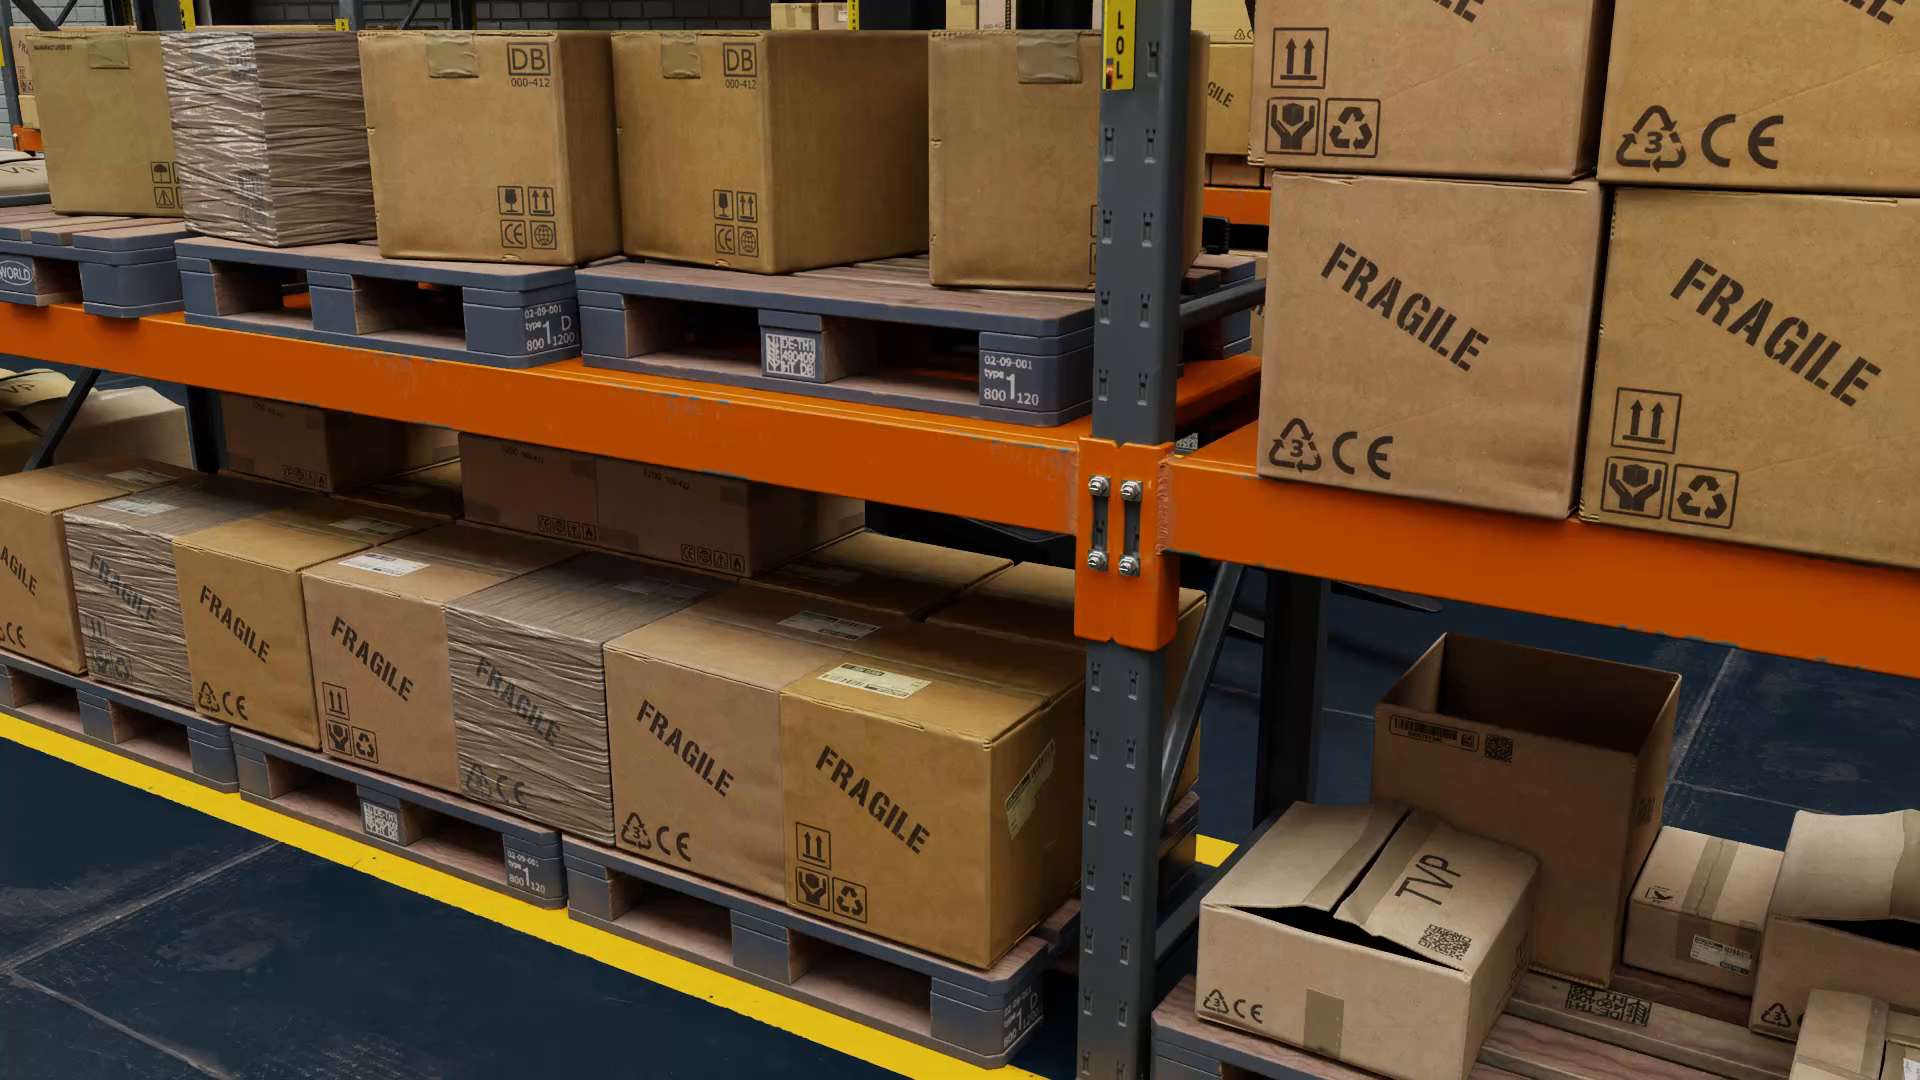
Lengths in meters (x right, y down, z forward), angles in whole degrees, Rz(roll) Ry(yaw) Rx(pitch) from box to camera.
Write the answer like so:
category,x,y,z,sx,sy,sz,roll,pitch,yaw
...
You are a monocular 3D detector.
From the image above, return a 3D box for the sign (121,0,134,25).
category,x,y,z,sx,sy,sz,roll,pitch,yaw
sign,-6.788,-4.354,13.519,0.005,0.325,0.100,10,20,30

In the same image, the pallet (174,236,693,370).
category,x,y,z,sx,sy,sz,roll,pitch,yaw
pallet,-1.208,-0.684,4.302,1.213,0.211,1.003,10,20,30

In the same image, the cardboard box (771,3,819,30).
category,x,y,z,sx,sy,sz,roll,pitch,yaw
cardboard box,-0.870,-2.957,9.409,0.250,0.149,0.380,7,18,21

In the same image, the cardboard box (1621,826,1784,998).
category,x,y,z,sx,sy,sz,roll,pitch,yaw
cardboard box,1.526,0.750,3.398,0.250,0.149,0.380,10,20,30

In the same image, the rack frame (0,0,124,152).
category,x,y,z,sx,sy,sz,roll,pitch,yaw
rack frame,-7.095,-3.515,13.291,0.127,3.000,1.000,10,20,30

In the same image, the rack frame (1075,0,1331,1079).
category,x,y,z,sx,sy,sz,roll,pitch,yaw
rack frame,0.541,-0.462,3.241,0.127,3.000,1.000,10,20,30

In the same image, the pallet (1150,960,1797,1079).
category,x,y,z,sx,sy,sz,roll,pitch,yaw
pallet,1.126,0.977,3.302,1.213,0.211,1.003,10,20,30

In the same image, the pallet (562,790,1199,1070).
category,x,y,z,sx,sy,sz,roll,pitch,yaw
pallet,-0.172,0.758,4.023,1.213,0.211,1.003,10,20,30

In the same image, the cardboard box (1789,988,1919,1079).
category,x,y,z,sx,sy,sz,roll,pitch,yaw
cardboard box,1.528,0.930,2.777,0.250,0.166,0.380,10,20,30

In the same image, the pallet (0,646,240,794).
category,x,y,z,sx,sy,sz,roll,pitch,yaw
pallet,-2.251,0.387,5.244,1.213,0.211,1.003,10,20,30

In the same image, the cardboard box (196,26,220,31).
category,x,y,z,sx,sy,sz,roll,pitch,yaw
cardboard box,-5.103,-3.352,11.688,0.500,0.500,0.500,9,19,28

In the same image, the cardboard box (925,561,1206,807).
category,x,y,z,sx,sy,sz,roll,pitch,yaw
cardboard box,0.256,0.390,3.981,0.500,0.500,0.500,9,19,28

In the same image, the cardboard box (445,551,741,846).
category,x,y,z,sx,sy,sz,roll,pitch,yaw
cardboard box,-0.874,0.366,4.060,0.500,0.500,0.500,10,20,31

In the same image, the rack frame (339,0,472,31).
category,x,y,z,sx,sy,sz,roll,pitch,yaw
rack frame,-3.687,-2.906,11.288,0.127,3.000,1.000,10,20,30

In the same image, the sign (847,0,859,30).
category,x,y,z,sx,sy,sz,roll,pitch,yaw
sign,-0.554,-2.678,8.681,0.005,0.325,0.100,10,20,30

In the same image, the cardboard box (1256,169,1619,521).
category,x,y,z,sx,sy,sz,roll,pitch,yaw
cardboard box,0.833,-0.365,2.749,0.500,0.500,0.500,11,20,31

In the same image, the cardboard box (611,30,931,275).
category,x,y,z,sx,sy,sz,roll,pitch,yaw
cardboard box,-0.365,-0.927,3.878,0.500,0.500,0.700,14,22,39

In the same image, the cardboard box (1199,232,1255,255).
category,x,y,z,sx,sy,sz,roll,pitch,yaw
cardboard box,1.023,-1.191,8.617,0.750,0.750,0.750,10,20,30

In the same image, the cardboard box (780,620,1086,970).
category,x,y,z,sx,sy,sz,roll,pitch,yaw
cardboard box,-0.030,0.520,3.554,0.500,0.500,0.500,10,20,30

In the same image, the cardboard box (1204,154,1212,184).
category,x,y,z,sx,sy,sz,roll,pitch,yaw
cardboard box,1.194,-1.849,8.205,0.250,0.149,0.380,10,20,30

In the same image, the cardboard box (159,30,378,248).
category,x,y,z,sx,sy,sz,roll,pitch,yaw
cardboard box,-1.593,-1.065,4.331,0.500,0.500,0.700,15,22,40

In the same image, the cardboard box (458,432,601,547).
category,x,y,z,sx,sy,sz,roll,pitch,yaw
cardboard box,-1.024,-0.197,4.624,0.500,0.250,0.500,10,19,29

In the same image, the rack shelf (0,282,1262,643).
category,x,y,z,sx,sy,sz,roll,pitch,yaw
rack shelf,-1.163,-0.422,4.347,4.000,0.370,1.077,10,20,30

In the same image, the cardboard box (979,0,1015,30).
category,x,y,z,sx,sy,sz,roll,pitch,yaw
cardboard box,0.432,-2.642,8.409,0.500,0.250,0.500,10,19,29

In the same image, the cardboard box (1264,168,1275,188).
category,x,y,z,sx,sy,sz,roll,pitch,yaw
cardboard box,1.634,-1.764,7.926,0.250,0.149,0.380,10,19,29

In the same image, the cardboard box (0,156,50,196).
category,x,y,z,sx,sy,sz,roll,pitch,yaw
cardboard box,-3.155,-1.094,5.475,0.500,0.311,0.500,12,20,33

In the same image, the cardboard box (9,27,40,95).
category,x,y,z,sx,sy,sz,roll,pitch,yaw
cardboard box,-6.846,-3.664,12.716,0.500,0.500,0.500,10,20,30

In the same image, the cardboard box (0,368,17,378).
category,x,y,z,sx,sy,sz,roll,pitch,yaw
cardboard box,-4.046,-0.532,6.516,0.500,0.311,0.500,10,19,29

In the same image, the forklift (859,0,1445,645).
category,x,y,z,sx,sy,sz,roll,pitch,yaw
forklift,0.385,-1.257,5.977,1.130,2.935,3.031,-13,21,-36

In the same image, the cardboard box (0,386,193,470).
category,x,y,z,sx,sy,sz,roll,pitch,yaw
cardboard box,-3.160,-0.376,6.003,0.500,0.311,0.500,11,20,32

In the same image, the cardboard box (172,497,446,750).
category,x,y,z,sx,sy,sz,roll,pitch,yaw
cardboard box,-1.755,0.211,4.569,0.500,0.500,0.500,10,19,29

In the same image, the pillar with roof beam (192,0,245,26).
category,x,y,z,sx,sy,sz,roll,pitch,yaw
pillar with roof beam,-8.299,-5.427,9.263,0.400,9.000,9.100,10,20,30

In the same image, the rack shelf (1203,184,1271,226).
category,x,y,z,sx,sy,sz,roll,pitch,yaw
rack shelf,1.426,-1.649,8.388,4.000,0.370,1.077,10,20,30

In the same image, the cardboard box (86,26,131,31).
category,x,y,z,sx,sy,sz,roll,pitch,yaw
cardboard box,-5.993,-3.506,12.197,0.500,0.500,0.500,9,19,28

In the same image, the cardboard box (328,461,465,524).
category,x,y,z,sx,sy,sz,roll,pitch,yaw
cardboard box,-1.507,0.078,5.007,0.500,0.500,0.500,9,19,28

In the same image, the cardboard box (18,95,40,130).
category,x,y,z,sx,sy,sz,roll,pitch,yaw
cardboard box,-6.846,-3.300,12.806,0.500,0.250,0.500,9,19,28

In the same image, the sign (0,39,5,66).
category,x,y,z,sx,sy,sz,roll,pitch,yaw
sign,-7.379,-3.794,12.722,0.005,0.325,0.100,10,20,30

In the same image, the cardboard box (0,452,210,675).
category,x,y,z,sx,sy,sz,roll,pitch,yaw
cardboard box,-2.629,0.055,5.082,0.500,0.500,0.500,11,20,32

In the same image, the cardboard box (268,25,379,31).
category,x,y,z,sx,sy,sz,roll,pitch,yaw
cardboard box,-4.252,-3.198,11.182,0.500,0.500,0.500,10,20,30

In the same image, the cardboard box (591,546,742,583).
category,x,y,z,sx,sy,sz,roll,pitch,yaw
cardboard box,-0.626,0.233,4.496,0.500,0.500,0.500,10,20,31

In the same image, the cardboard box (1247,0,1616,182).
category,x,y,z,sx,sy,sz,roll,pitch,yaw
cardboard box,0.795,-0.847,2.616,0.500,0.500,0.500,11,20,31

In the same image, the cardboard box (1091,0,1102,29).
category,x,y,z,sx,sy,sz,roll,pitch,yaw
cardboard box,0.860,-2.567,8.162,0.500,0.250,0.500,10,20,30
